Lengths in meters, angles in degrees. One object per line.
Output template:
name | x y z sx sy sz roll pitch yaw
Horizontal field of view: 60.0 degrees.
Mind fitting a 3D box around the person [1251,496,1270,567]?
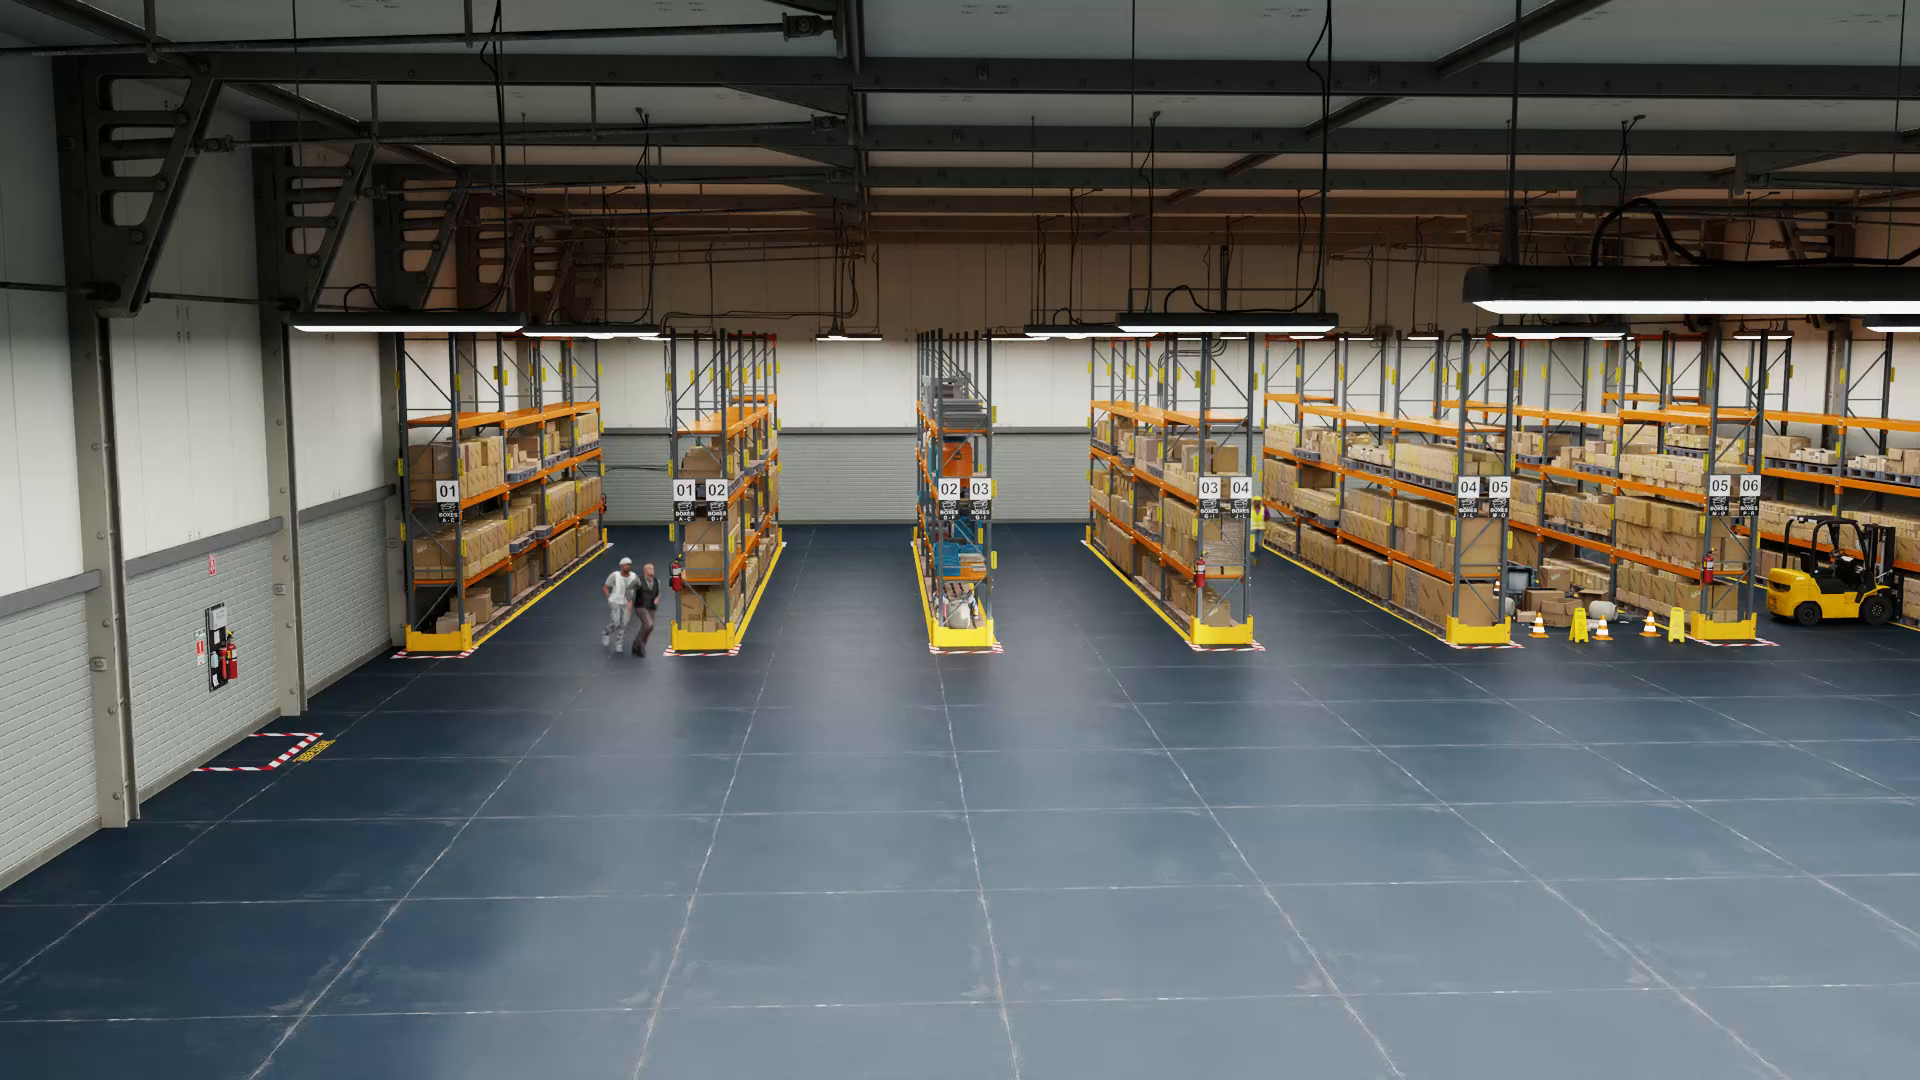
person | 7.699 -0.234 43.110 0.674 1.826 0.732 0 7 -2

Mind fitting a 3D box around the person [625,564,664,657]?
person | -5.735 1.277 30.551 0.643 1.661 0.682 -6 9 -41

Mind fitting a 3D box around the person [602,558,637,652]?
person | -6.318 1.194 31.189 0.718 1.727 0.665 -4 8 -32
